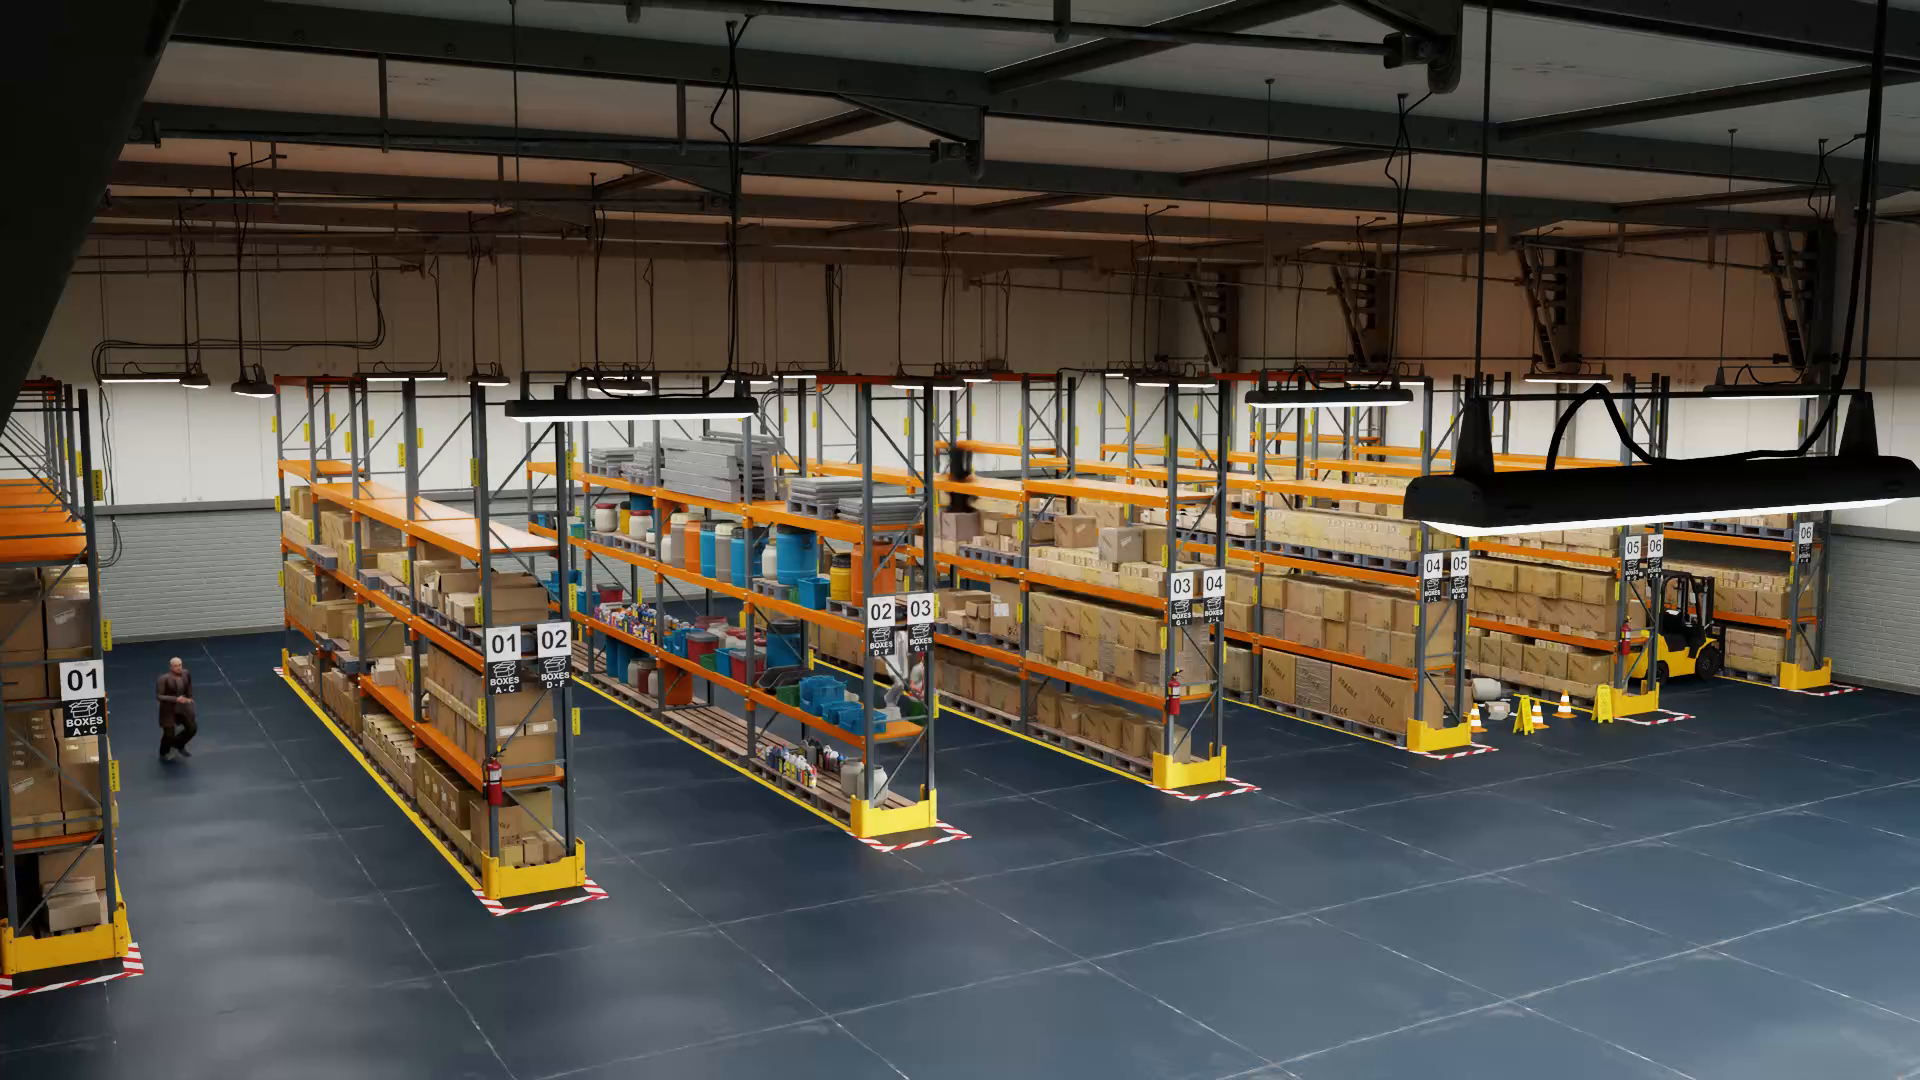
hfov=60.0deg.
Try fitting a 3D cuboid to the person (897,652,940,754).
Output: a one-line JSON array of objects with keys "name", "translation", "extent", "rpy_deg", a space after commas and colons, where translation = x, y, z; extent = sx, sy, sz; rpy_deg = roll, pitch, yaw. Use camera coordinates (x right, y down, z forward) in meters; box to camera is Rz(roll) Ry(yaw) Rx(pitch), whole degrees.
[{"name": "person", "translation": [-0.693, 2.555, 26.675], "extent": [0.846, 1.742, 0.663], "rpy_deg": [4, 7, 33]}]

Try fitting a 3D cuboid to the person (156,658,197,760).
[{"name": "person", "translation": [-12.269, 2.648, 26.028], "extent": [0.924, 1.670, 0.715], "rpy_deg": [4, 8, 35]}]

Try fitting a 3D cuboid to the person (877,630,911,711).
[{"name": "person", "translation": [-1.119, 2.221, 29.539], "extent": [0.690, 1.750, 0.702], "rpy_deg": [-4, 8, -36]}]
